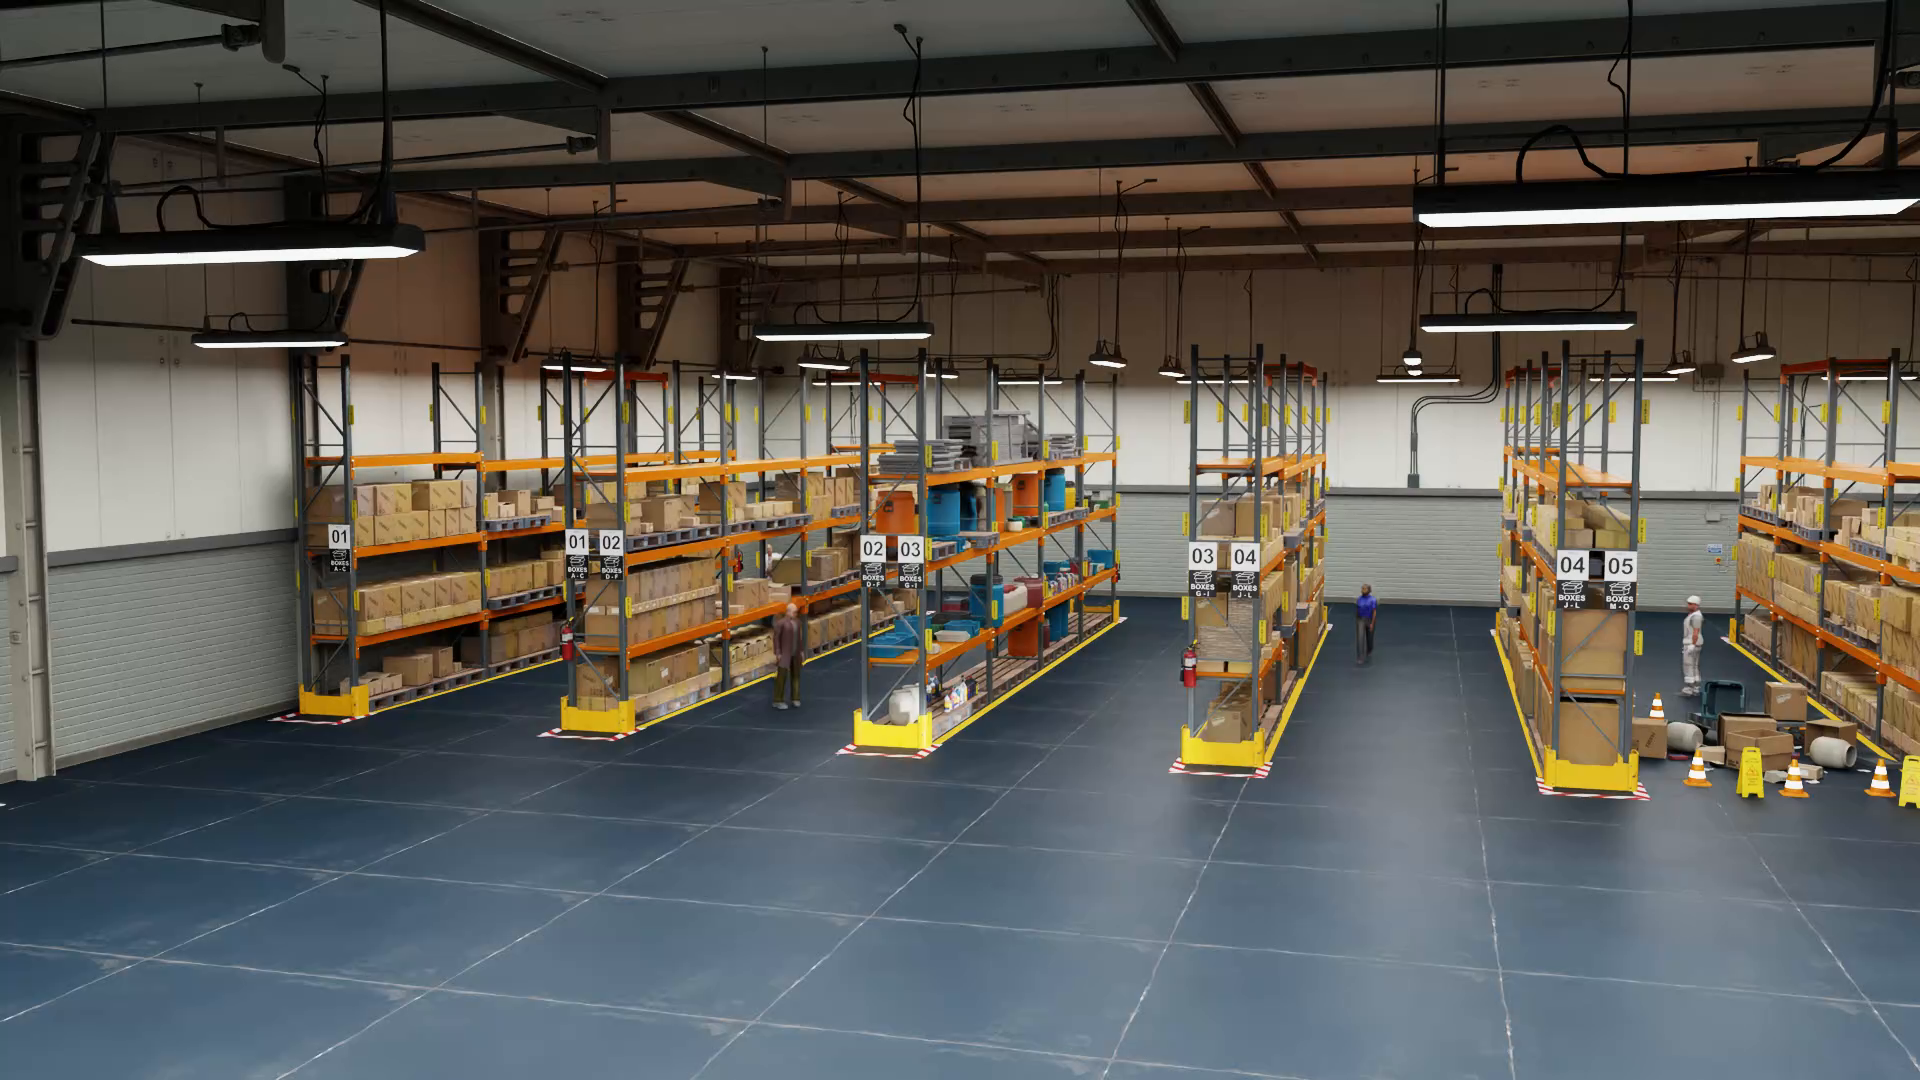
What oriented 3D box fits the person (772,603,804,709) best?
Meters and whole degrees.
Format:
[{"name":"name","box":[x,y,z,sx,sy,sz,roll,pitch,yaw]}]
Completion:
[{"name":"person","box":[-2.903,1.972,28.483,0.417,1.782,0.641,4,6,43]}]

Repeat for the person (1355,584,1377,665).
[{"name":"person","box":[8.191,1.676,33.569,0.416,1.604,0.952,1,4,11]}]

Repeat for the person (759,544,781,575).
[{"name":"person","box":[-4.721,0.972,42.095,0.724,1.718,1.098,1,4,14]}]

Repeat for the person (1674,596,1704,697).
[{"name":"person","box":[13.047,1.892,29.671,0.423,1.793,0.605,3,5,38]}]

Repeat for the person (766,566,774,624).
[{"name":"person","box":[-4.259,1.386,37.418,0.365,1.600,0.481,1,4,14]}]
